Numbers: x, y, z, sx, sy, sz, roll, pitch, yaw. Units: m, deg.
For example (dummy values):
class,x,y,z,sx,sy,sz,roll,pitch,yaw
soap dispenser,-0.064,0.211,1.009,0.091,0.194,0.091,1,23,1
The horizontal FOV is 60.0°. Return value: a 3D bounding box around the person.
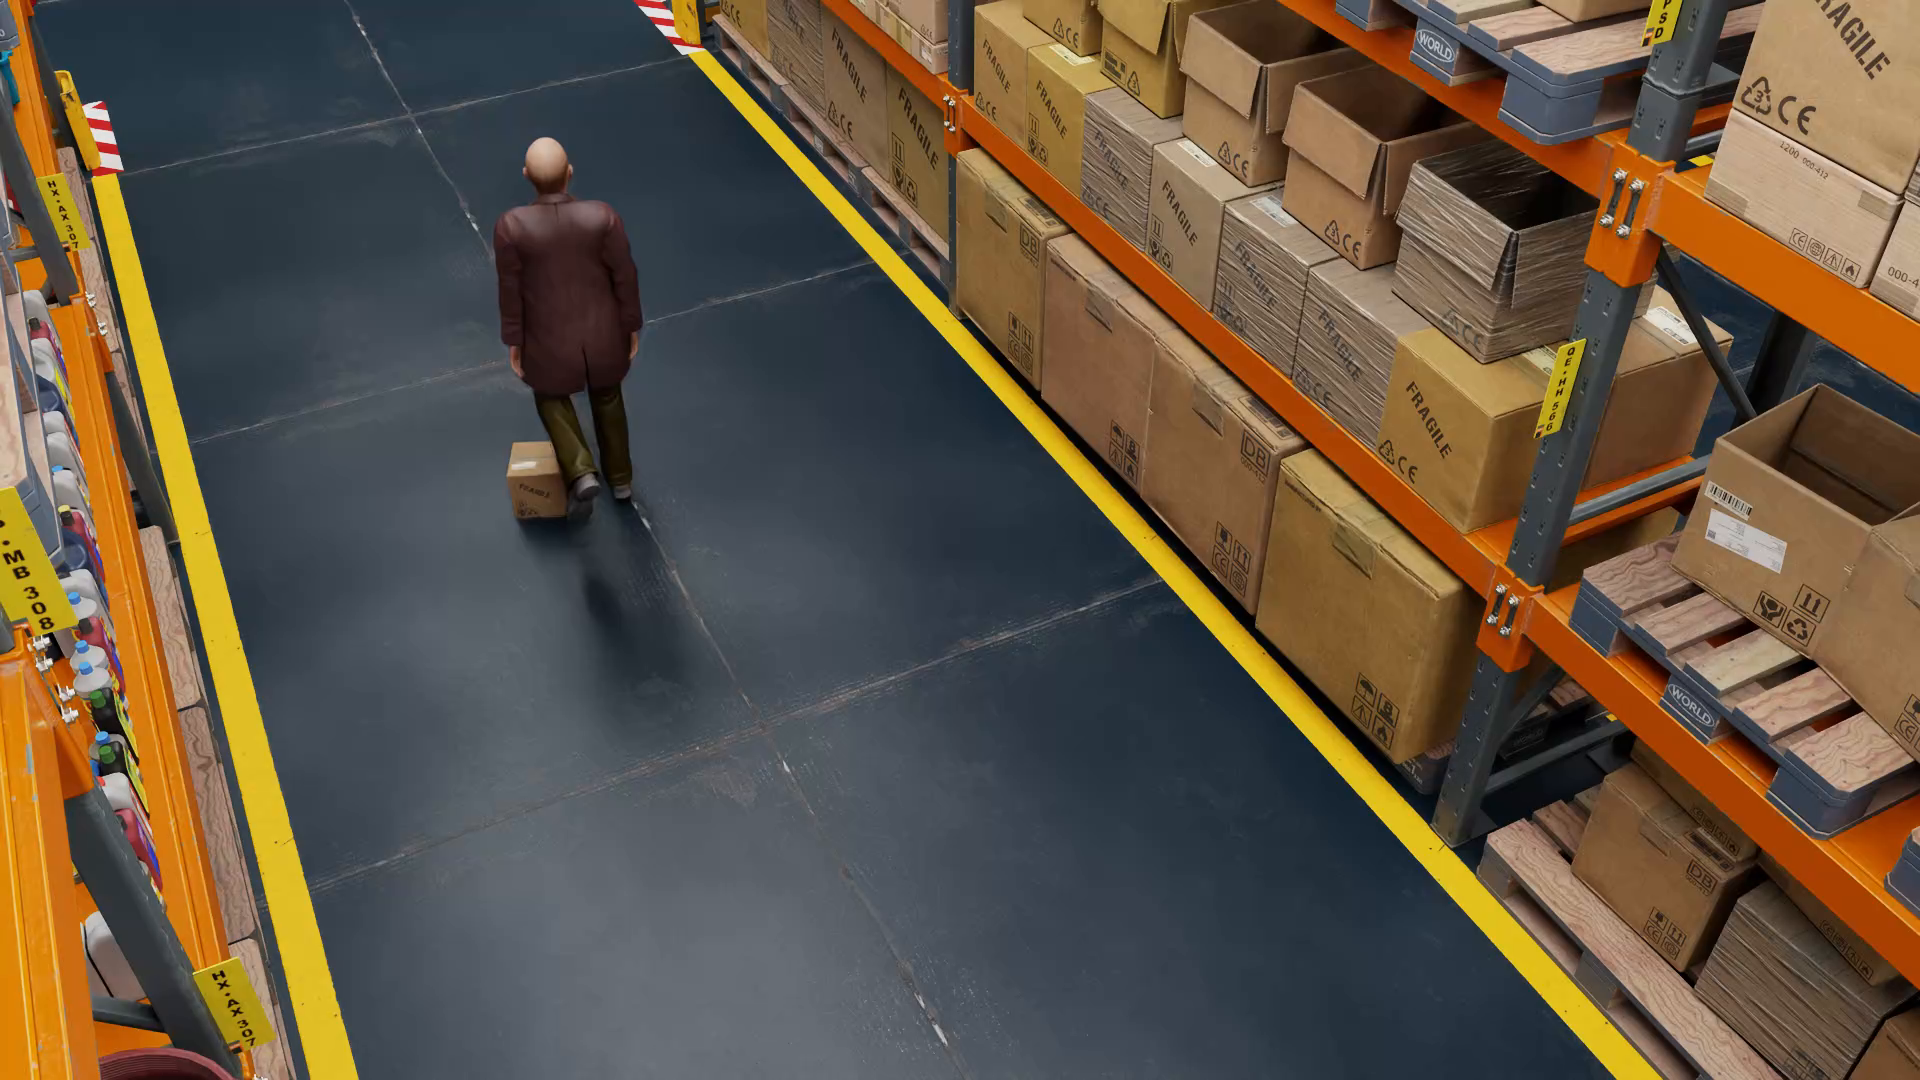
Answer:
class,x,y,z,sx,sy,sz,roll,pitch,yaw
person,-1.645,-0.851,7.126,0.610,1.762,0.689,-12,42,-14
